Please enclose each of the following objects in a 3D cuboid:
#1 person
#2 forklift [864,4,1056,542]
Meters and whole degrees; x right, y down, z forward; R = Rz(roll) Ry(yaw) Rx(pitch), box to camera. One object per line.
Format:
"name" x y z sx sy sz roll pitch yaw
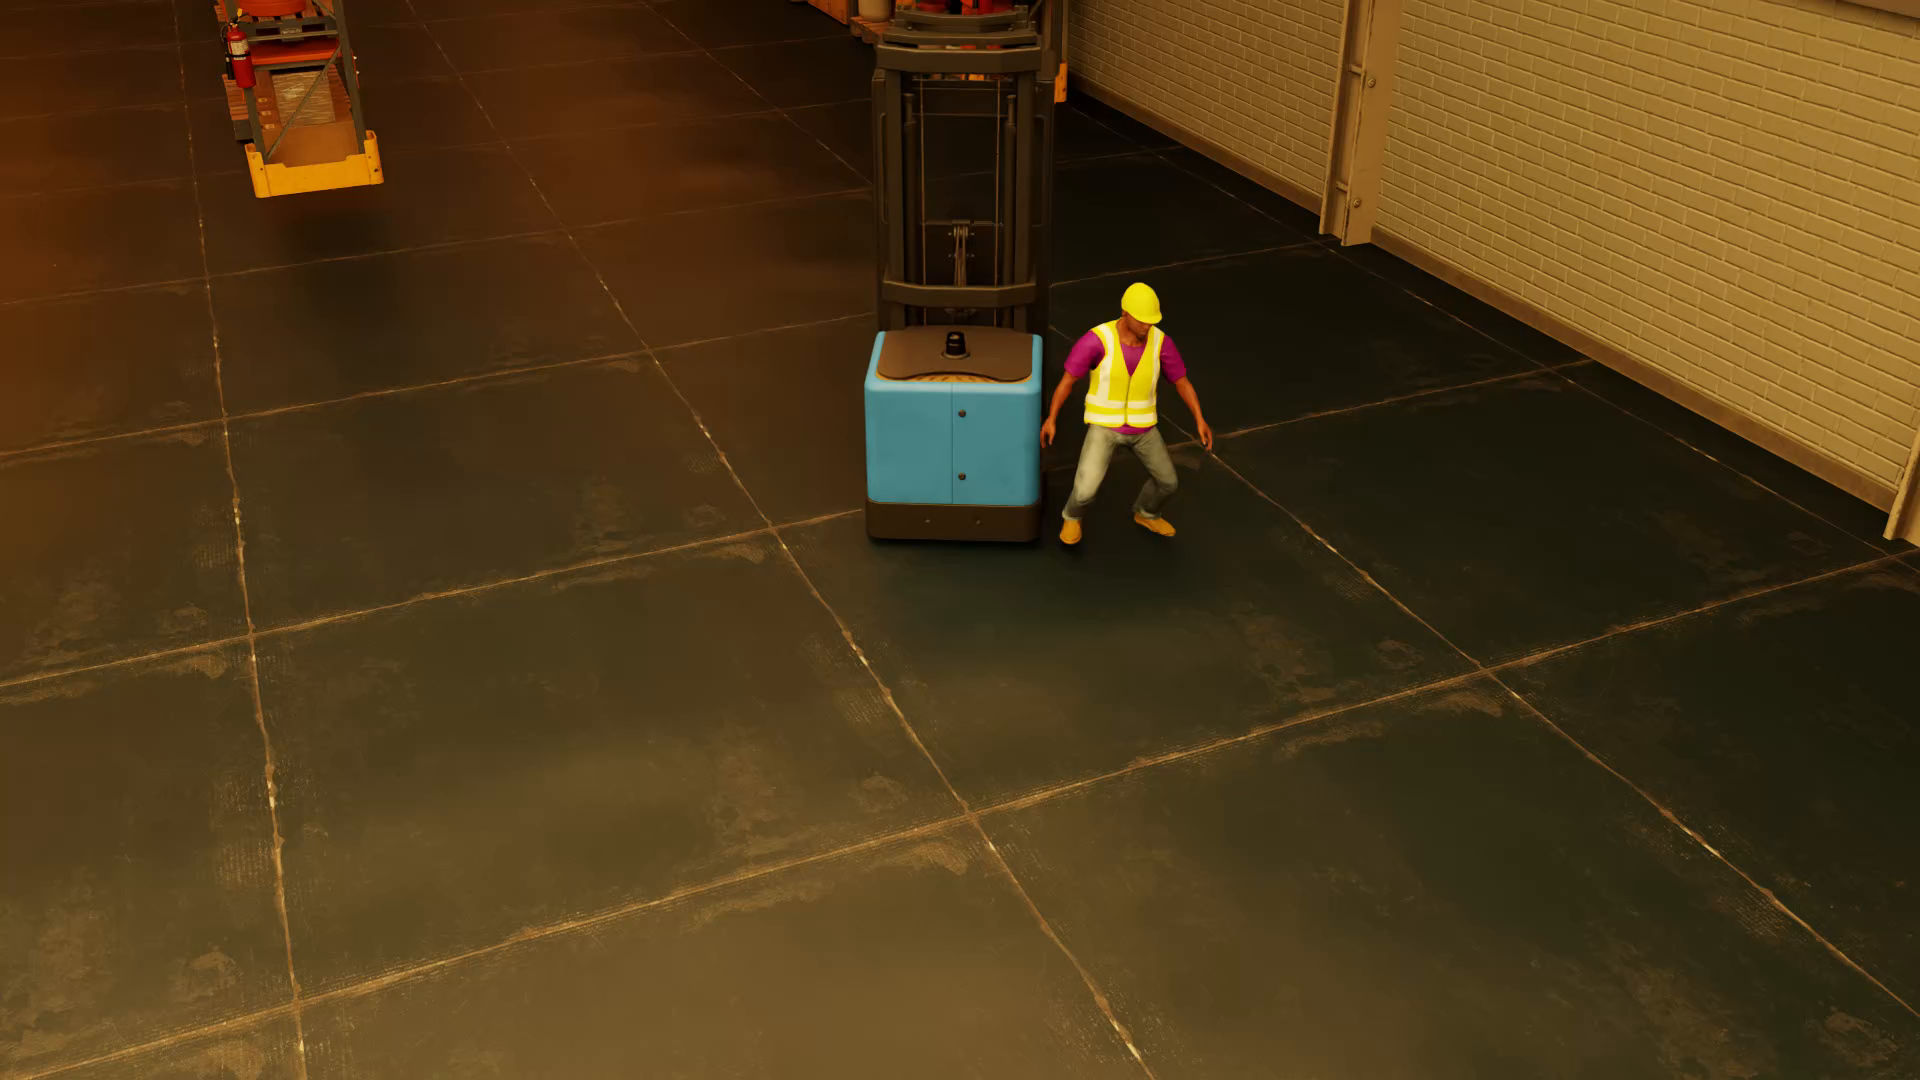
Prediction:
"person" 0.958 -0.687 9.635 0.987 1.660 0.601 -4 30 -6
"forklift" 0.032 -1.958 10.544 1.130 2.935 3.031 1 30 3
